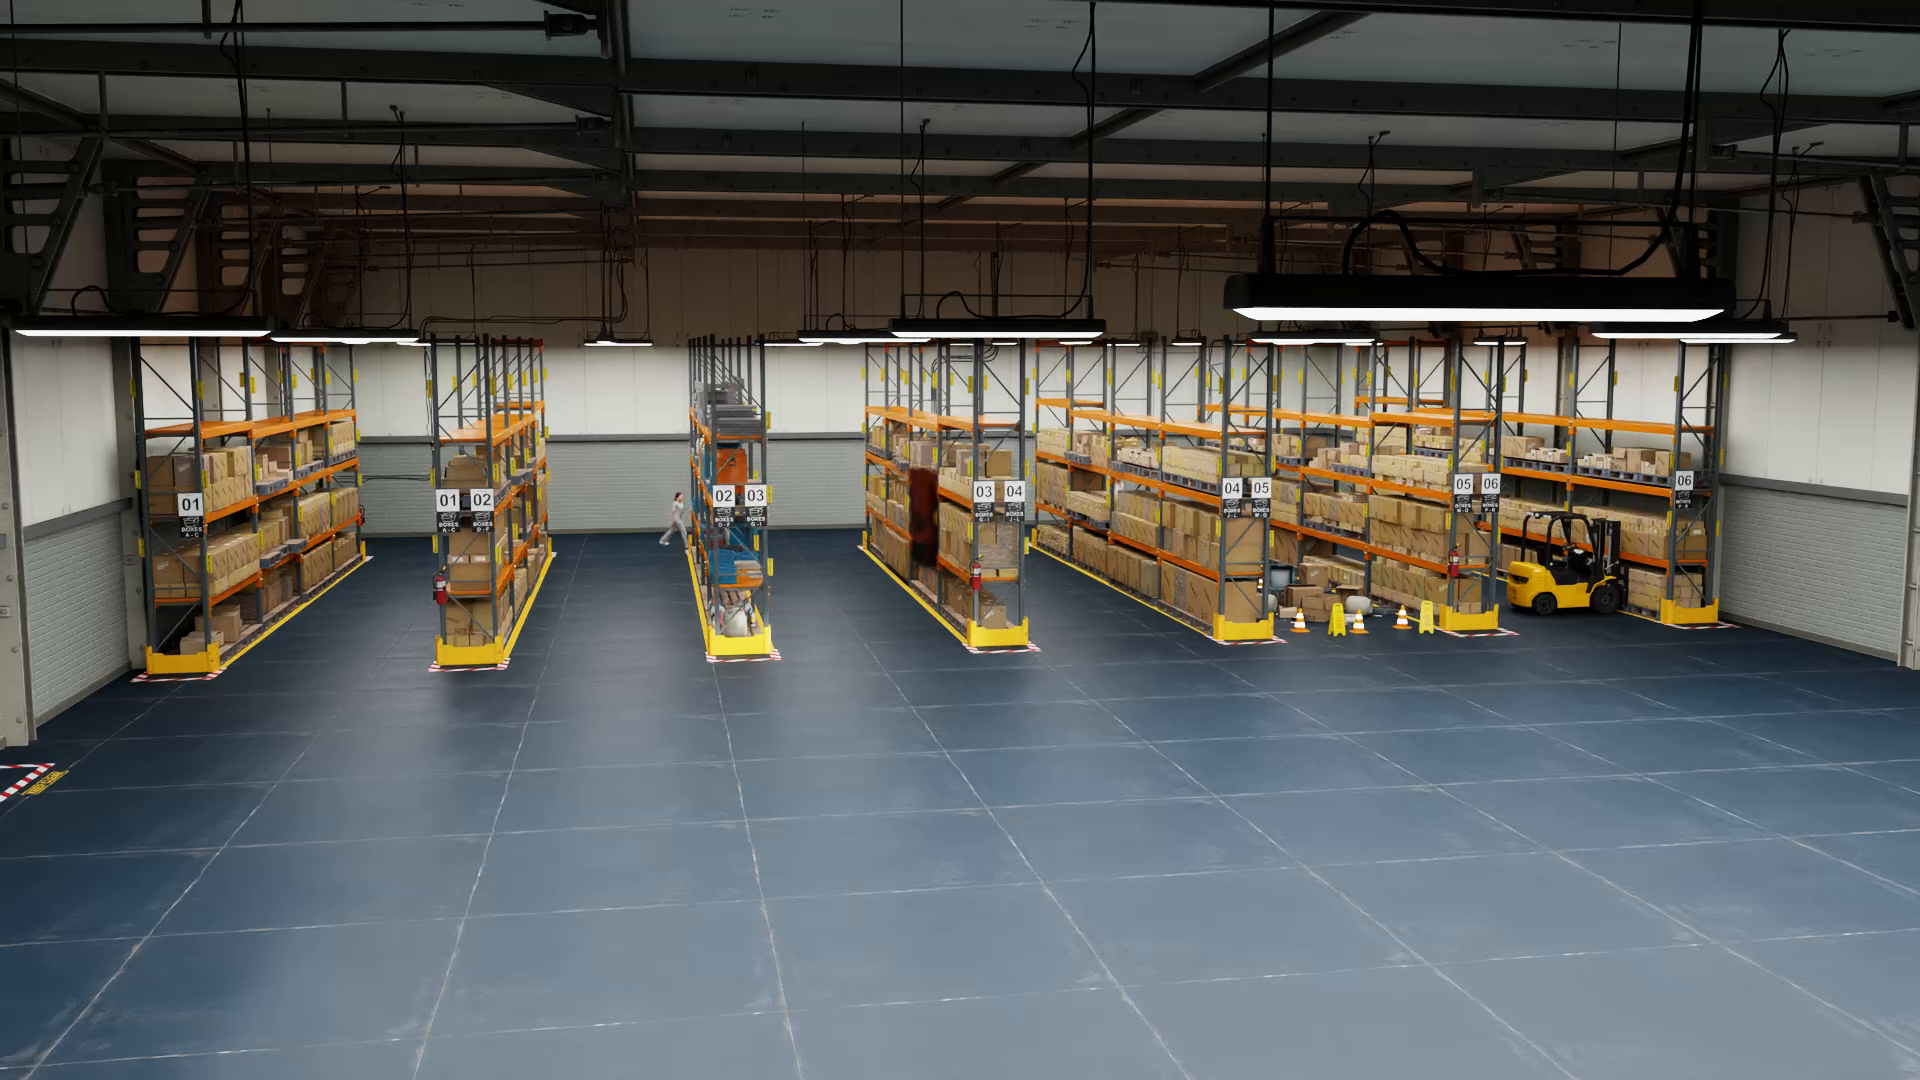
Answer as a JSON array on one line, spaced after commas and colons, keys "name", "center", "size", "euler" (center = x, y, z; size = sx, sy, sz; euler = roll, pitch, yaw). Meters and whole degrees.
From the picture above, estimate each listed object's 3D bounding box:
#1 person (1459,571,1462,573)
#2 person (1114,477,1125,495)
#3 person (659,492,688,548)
[{"name": "person", "center": [11.390, 0.562, 38.290], "size": [0.534, 1.576, 0.700], "euler": [-2, 7, -20]}, {"name": "person", "center": [4.989, -1.247, 53.050], "size": [0.755, 1.773, 0.521], "euler": [4, 8, 33]}, {"name": "person", "center": [-8.193, -0.586, 48.116], "size": [1.110, 1.607, 0.433], "euler": [1, 7, 6]}]
